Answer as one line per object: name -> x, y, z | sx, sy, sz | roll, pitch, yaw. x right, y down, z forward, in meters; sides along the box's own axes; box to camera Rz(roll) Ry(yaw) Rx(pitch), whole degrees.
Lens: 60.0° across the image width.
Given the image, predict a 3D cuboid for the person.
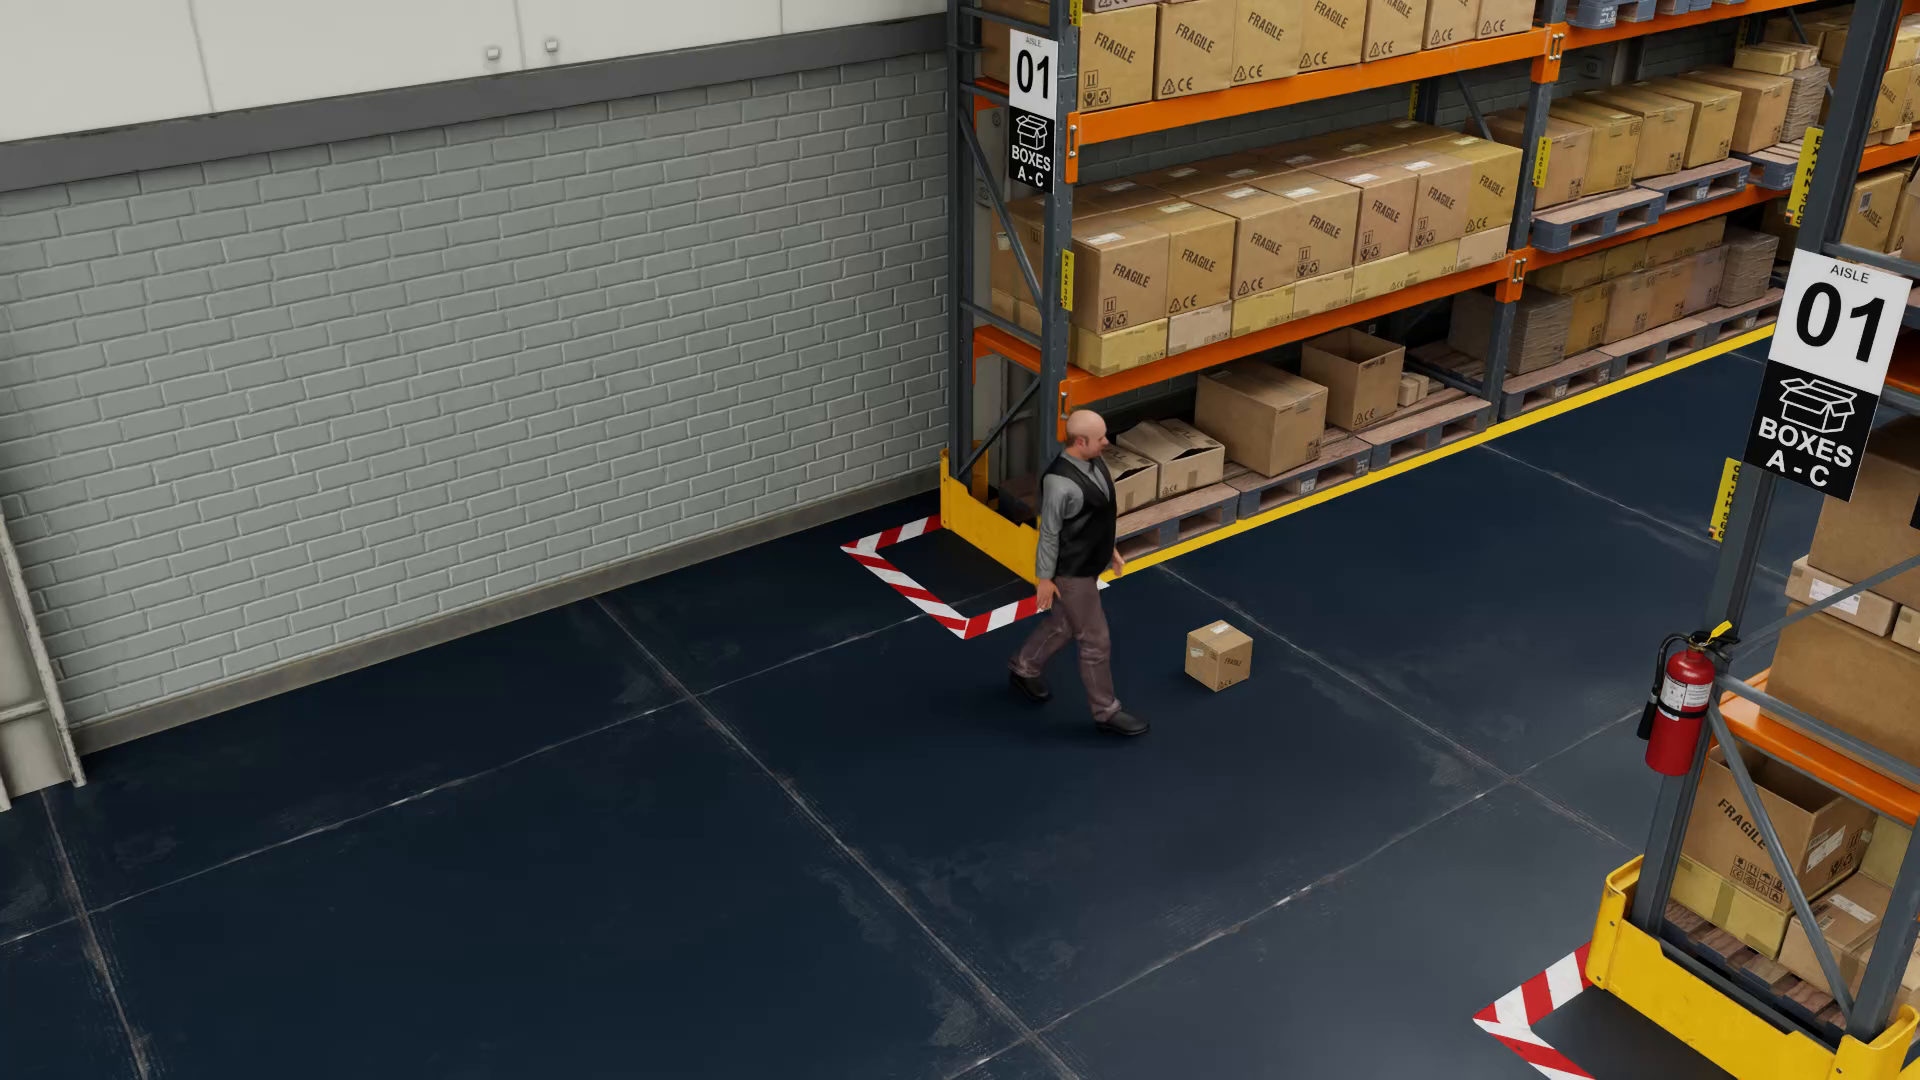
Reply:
person -> 0.634, 0.132, 8.412 | 0.855, 1.694, 0.573 | 11, 30, 19
